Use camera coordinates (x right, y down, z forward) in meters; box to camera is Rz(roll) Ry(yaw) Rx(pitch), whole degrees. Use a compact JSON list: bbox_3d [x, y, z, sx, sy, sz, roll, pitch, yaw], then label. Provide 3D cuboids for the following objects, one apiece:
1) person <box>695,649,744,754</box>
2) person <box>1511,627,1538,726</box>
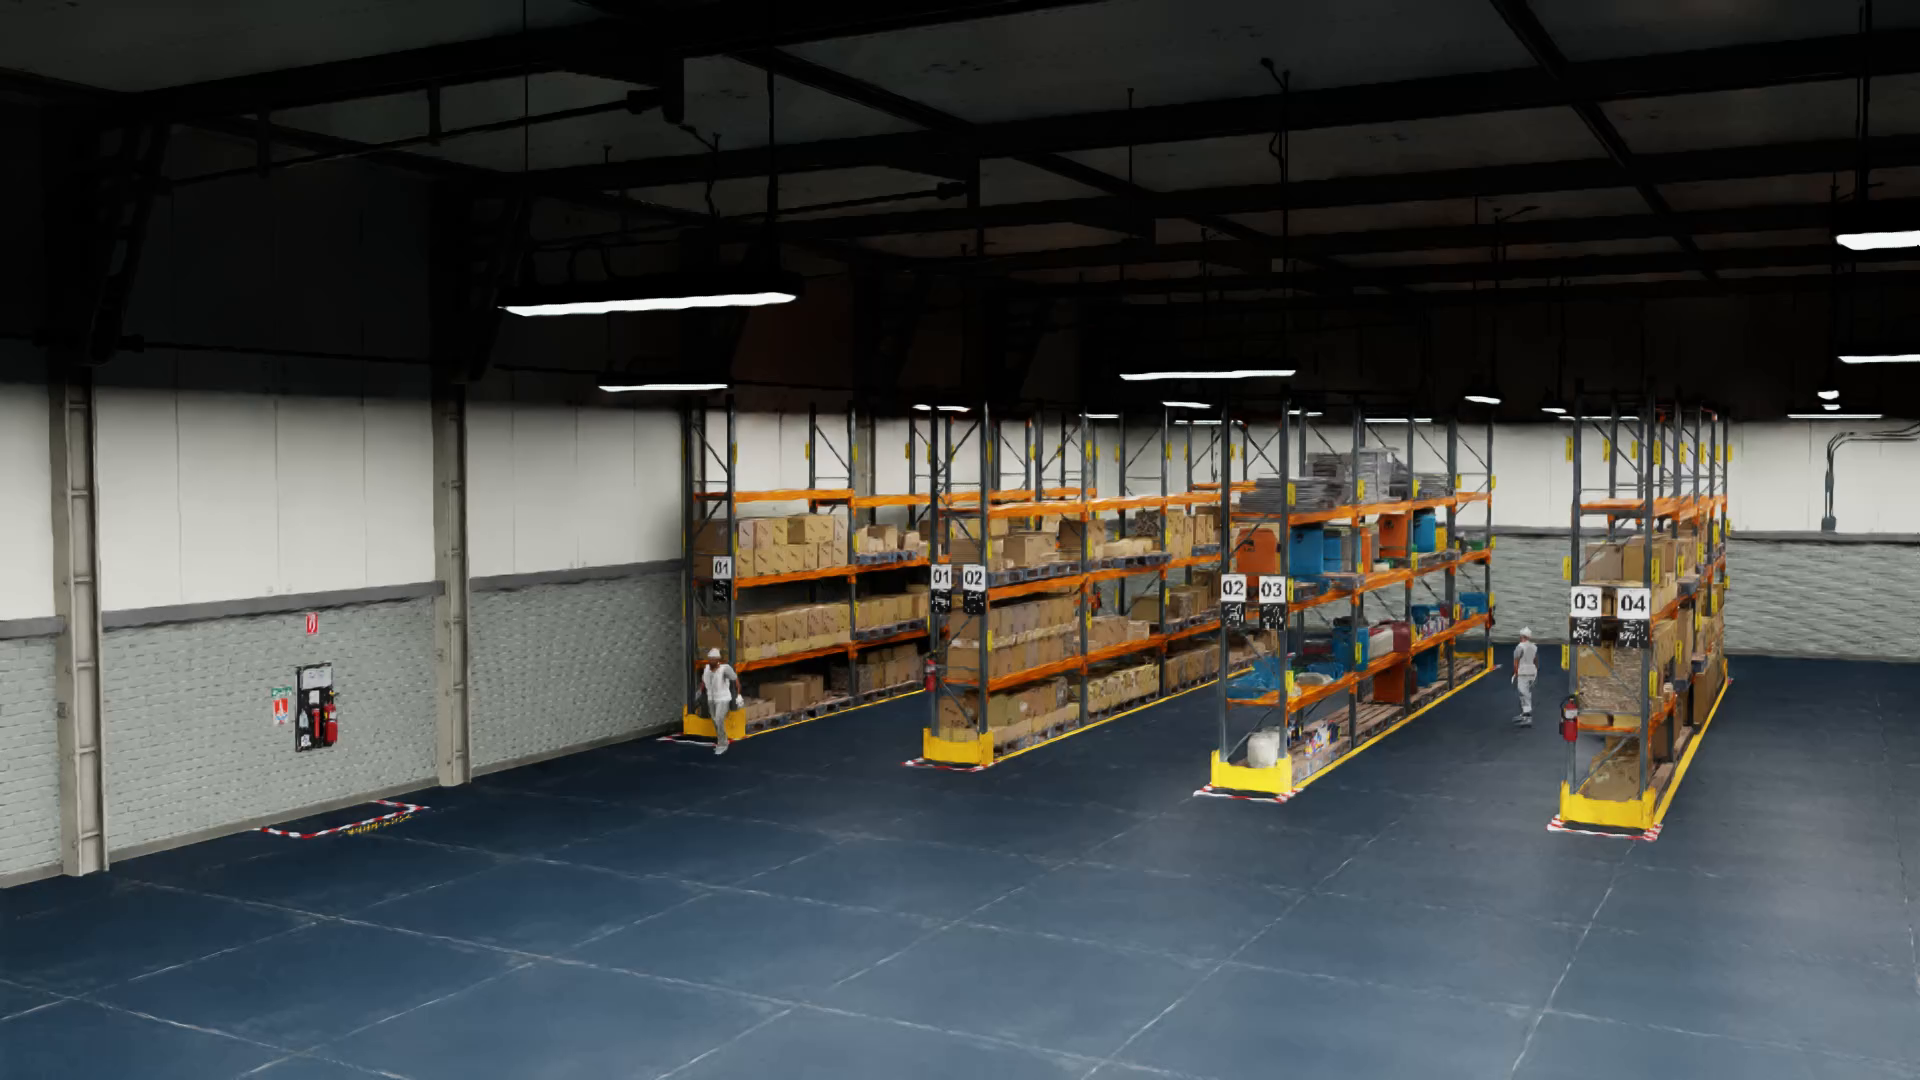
[{"bbox_3d":[-4.027,2.676,27.729,0.730,1.744,0.686,2,4,32],"label":"person"},{"bbox_3d":[10.348,2.488,30.526,0.648,1.785,0.571,-2,4,-35],"label":"person"}]
